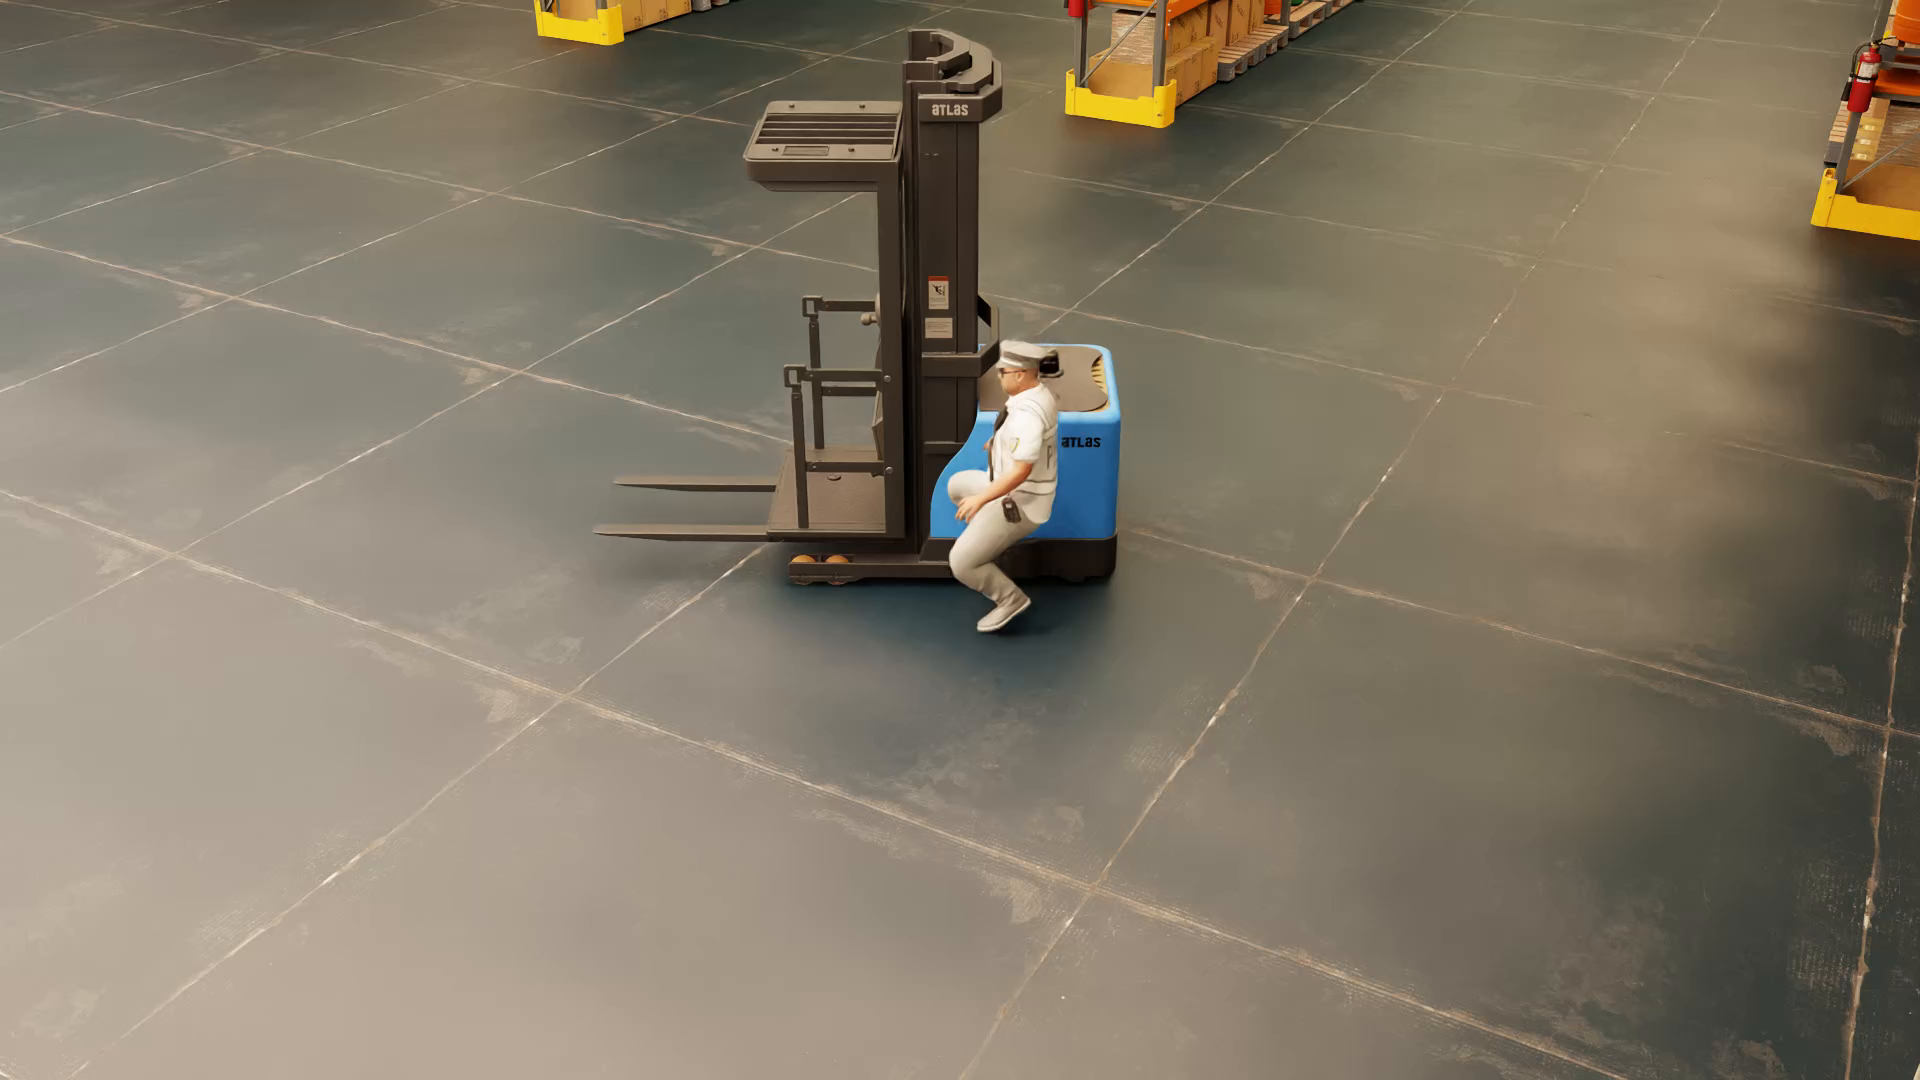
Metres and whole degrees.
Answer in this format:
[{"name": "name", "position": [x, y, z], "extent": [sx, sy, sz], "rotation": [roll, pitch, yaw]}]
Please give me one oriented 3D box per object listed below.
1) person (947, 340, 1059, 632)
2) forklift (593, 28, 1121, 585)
[{"name": "person", "position": [0.208, -0.303, 8.862], "extent": [0.637, 1.605, 0.819], "rotation": [5, 30, 9]}, {"name": "forklift", "position": [-0.610, -1.275, 9.279], "extent": [3.031, 2.935, 1.130], "rotation": [0, 30, 1]}]
